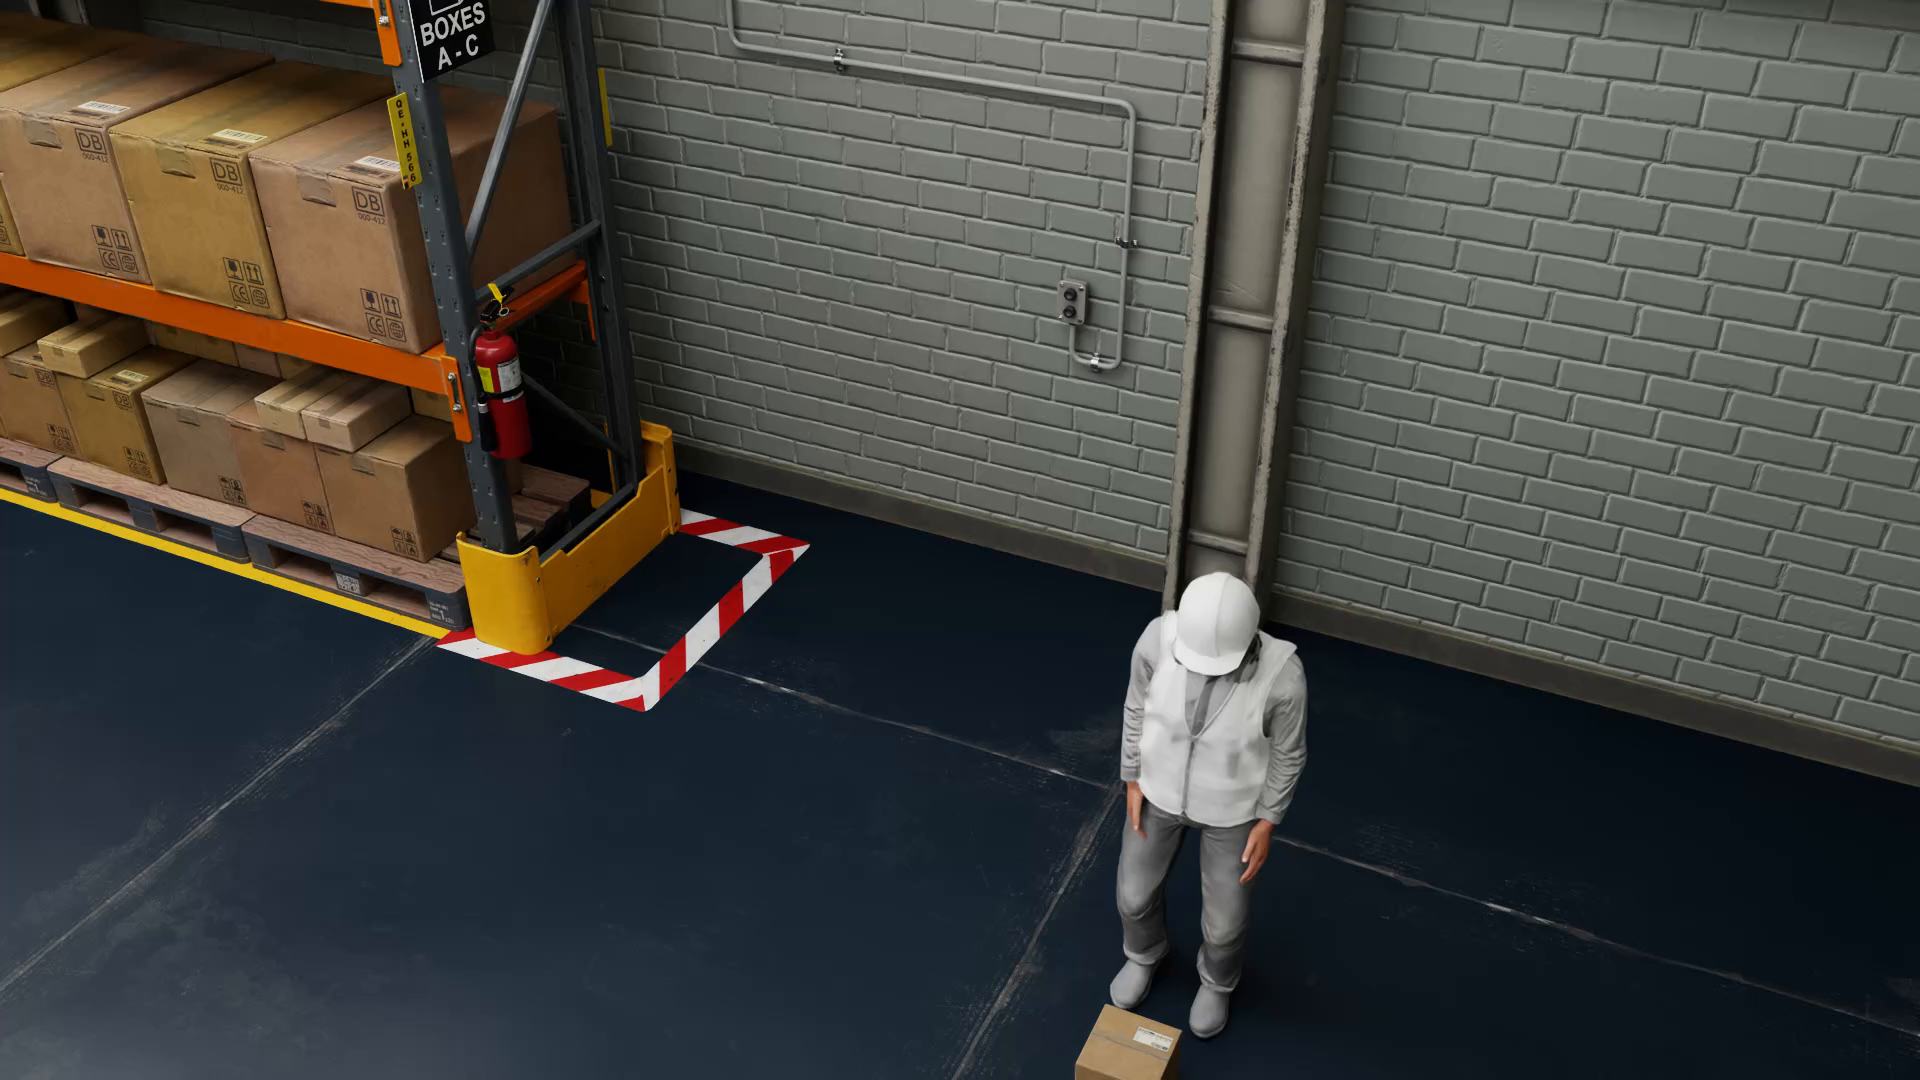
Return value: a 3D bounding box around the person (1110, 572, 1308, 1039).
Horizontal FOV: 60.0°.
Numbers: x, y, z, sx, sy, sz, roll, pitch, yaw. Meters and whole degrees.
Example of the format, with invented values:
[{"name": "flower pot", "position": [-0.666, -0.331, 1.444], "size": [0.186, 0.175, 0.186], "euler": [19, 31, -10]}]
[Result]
[{"name": "person", "position": [0.735, 0.780, 4.986], "size": [0.556, 1.729, 0.457], "euler": [15, 36, 22]}]
